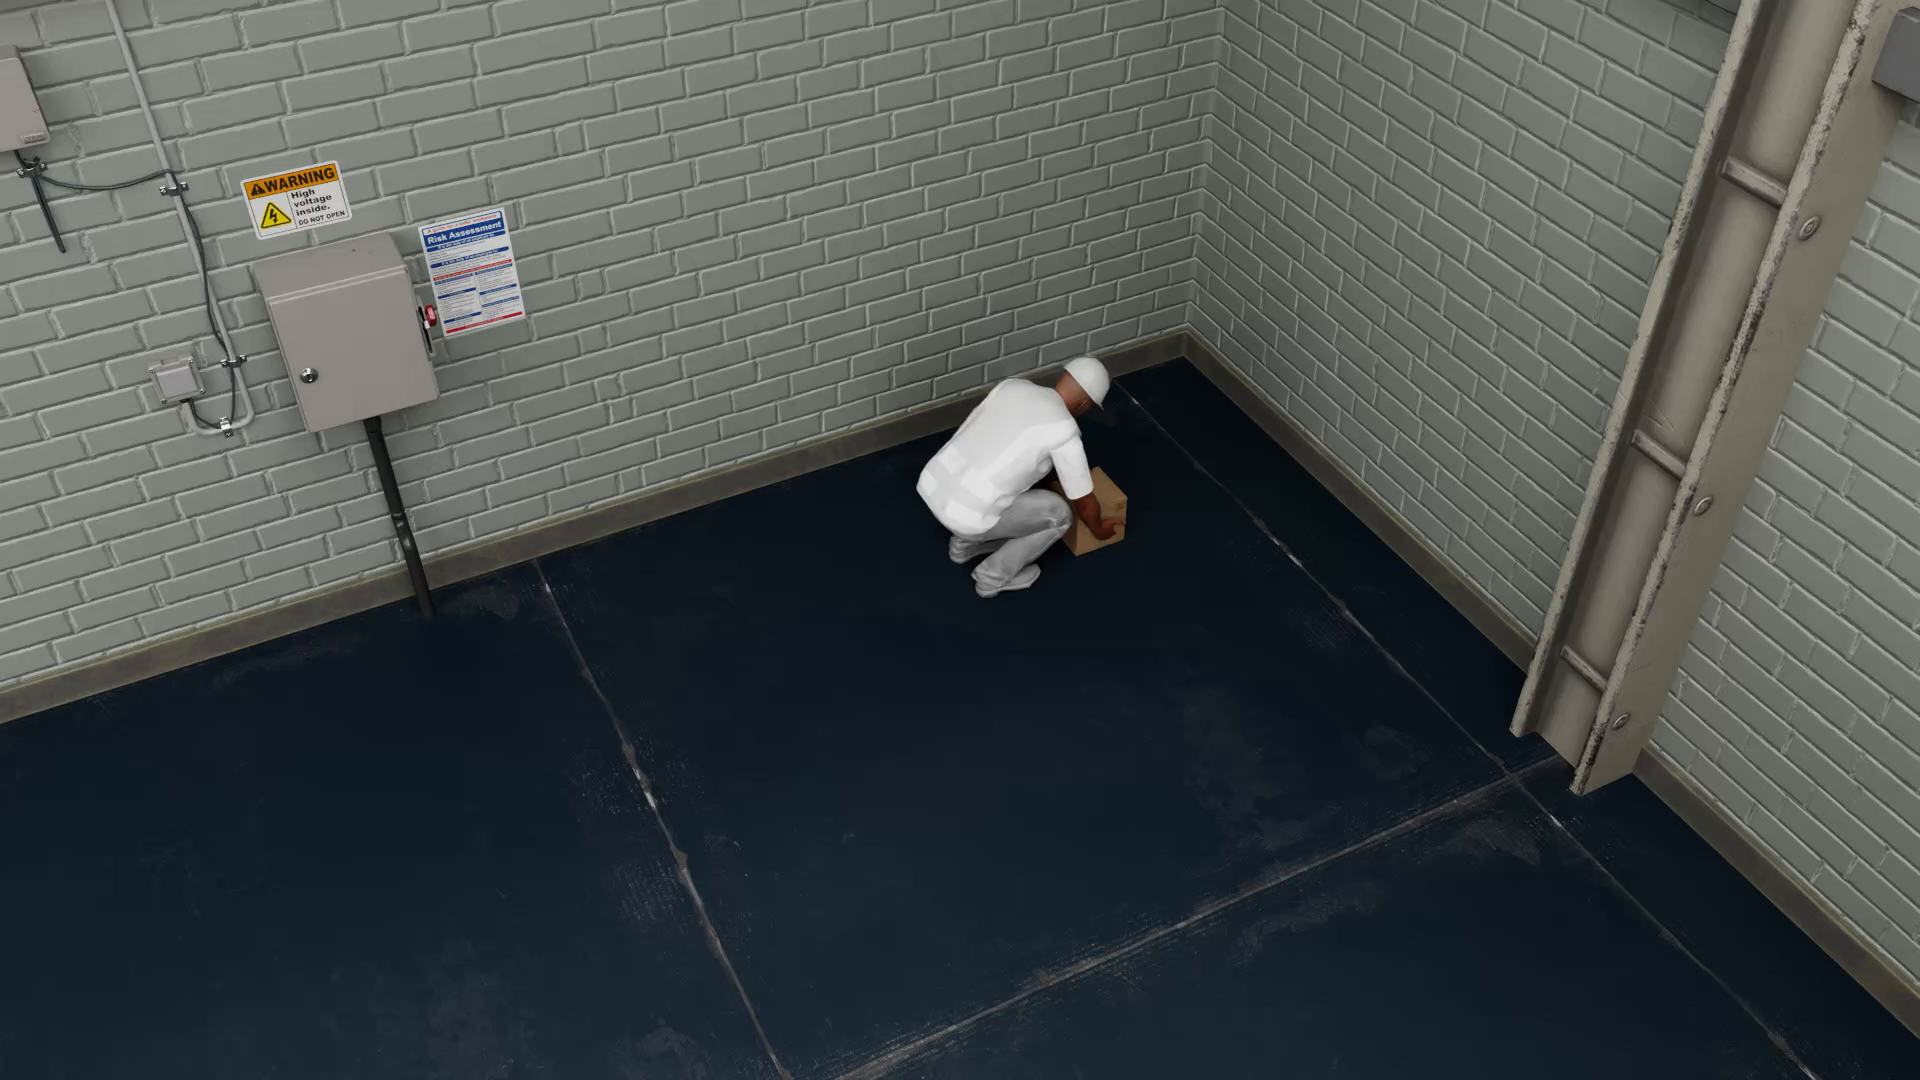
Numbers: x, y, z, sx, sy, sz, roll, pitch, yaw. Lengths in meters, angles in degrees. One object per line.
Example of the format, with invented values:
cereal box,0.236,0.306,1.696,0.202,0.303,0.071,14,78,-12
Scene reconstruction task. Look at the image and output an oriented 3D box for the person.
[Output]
person,0.249,-0.293,7.132,0.886,0.914,0.569,-19,44,-20
